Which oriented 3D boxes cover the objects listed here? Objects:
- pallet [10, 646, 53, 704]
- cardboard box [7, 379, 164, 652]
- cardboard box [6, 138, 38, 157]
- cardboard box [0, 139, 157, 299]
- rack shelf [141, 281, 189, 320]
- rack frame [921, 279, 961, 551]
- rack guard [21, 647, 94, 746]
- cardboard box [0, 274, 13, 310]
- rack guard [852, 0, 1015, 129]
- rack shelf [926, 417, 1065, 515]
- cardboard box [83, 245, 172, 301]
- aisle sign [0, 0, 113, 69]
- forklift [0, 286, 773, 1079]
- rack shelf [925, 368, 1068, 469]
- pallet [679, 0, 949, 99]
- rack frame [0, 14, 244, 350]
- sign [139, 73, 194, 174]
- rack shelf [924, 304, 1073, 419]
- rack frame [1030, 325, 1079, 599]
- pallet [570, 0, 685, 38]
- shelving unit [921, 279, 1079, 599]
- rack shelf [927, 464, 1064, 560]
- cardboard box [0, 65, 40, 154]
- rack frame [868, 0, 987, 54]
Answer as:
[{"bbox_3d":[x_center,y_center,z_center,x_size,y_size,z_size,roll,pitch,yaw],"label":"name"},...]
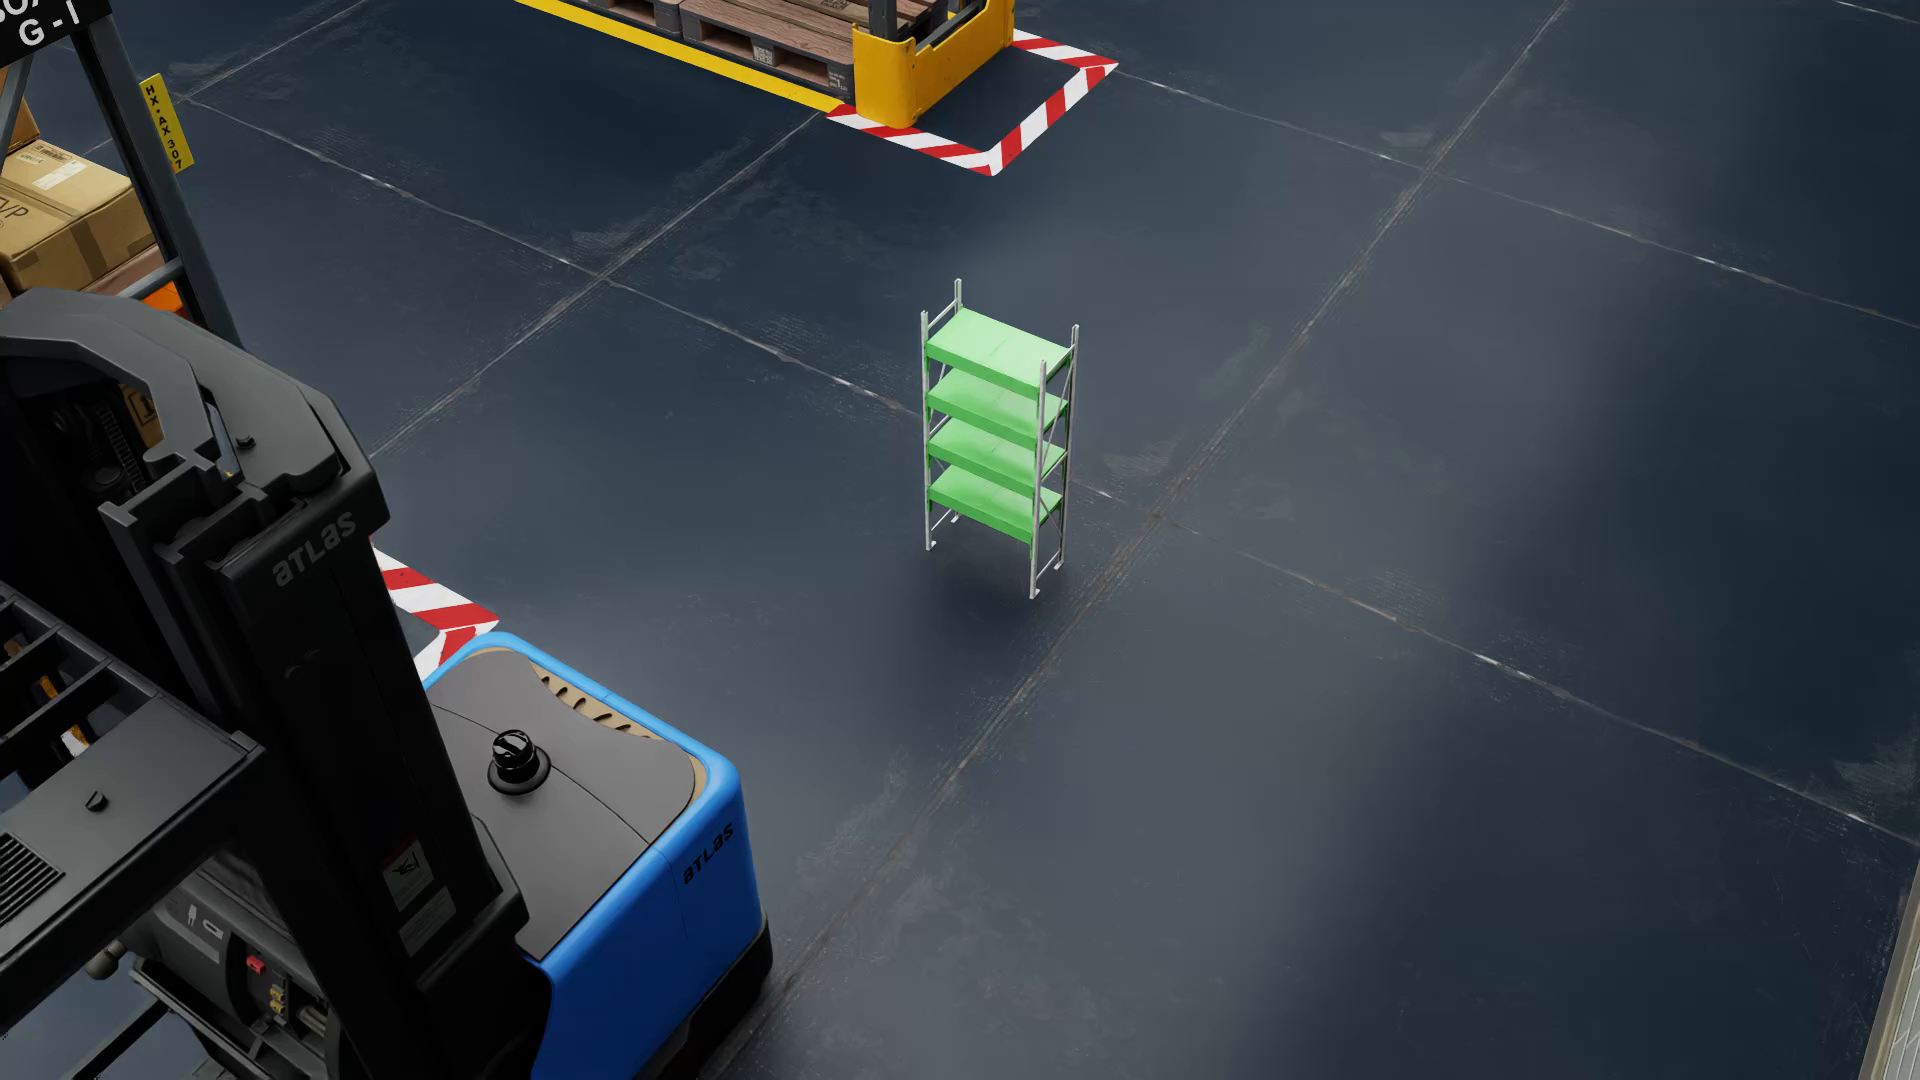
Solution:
[{"bbox_3d":[-3.544,0.057,6.547,1.213,0.211,1.003,25,51,22],"label":"pallet"},{"bbox_3d":[-3.411,-0.258,6.097,0.875,0.875,0.875,25,51,22],"label":"cardboard box"},{"bbox_3d":[-3.528,-1.250,5.770,0.500,0.250,0.500,24,51,22],"label":"cardboard box"},{"bbox_3d":[-3.087,-1.052,5.578,0.500,0.250,0.500,23,50,21],"label":"cardboard box"},{"bbox_3d":[-4.512,-1.176,6.303,4.000,0.370,1.077,25,51,22],"label":"rack shelf"},{"bbox_3d":[-0.066,-0.449,6.349,0.015,1.200,0.240,25,51,22],"label":"rack frame"},{"bbox_3d":[-2.809,0.228,6.180,0.348,0.500,1.175,25,51,22],"label":"rack guard"},{"bbox_3d":[-3.380,-0.731,5.266,0.500,0.250,0.500,24,50,22],"label":"cardboard box"},{"bbox_3d":[-0.128,-2.770,9.093,0.348,0.500,1.175,25,51,22],"label":"rack guard"},{"bbox_3d":[0.139,-0.310,6.303,0.480,0.148,0.258,25,51,22],"label":"rack shelf"},{"bbox_3d":[-2.950,-0.901,5.709,0.250,0.149,0.380,25,51,23],"label":"cardboard box"},{"bbox_3d":[-2.606,-1.711,4.509,0.004,0.787,0.394,25,51,22],"label":"aisle sign"},{"bbox_3d":[-1.839,1.048,3.688,1.130,2.935,3.031,26,51,23],"label":"forklift"},{"bbox_3d":[0.139,-0.477,6.131,0.480,0.148,0.258,25,51,22],"label":"rack shelf"},{"bbox_3d":[-0.828,-3.013,9.531,1.213,0.211,1.003,25,51,22],"label":"pallet"},{"bbox_3d":[-2.829,-0.652,5.292,0.127,3.000,1.000,25,51,22],"label":"rack frame"},{"bbox_3d":[-2.524,-1.314,5.277,0.005,0.325,0.100,25,51,22],"label":"sign"},{"bbox_3d":[0.139,-0.644,5.959,0.480,0.148,0.258,25,51,22],"label":"rack shelf"},{"bbox_3d":[0.345,-0.260,6.166,0.015,1.200,0.240,25,51,22],"label":"rack frame"},{"bbox_3d":[-1.851,-3.486,9.990,1.213,0.211,1.003,25,51,22],"label":"pallet"},{"bbox_3d":[0.139,-0.354,6.257,0.503,1.200,0.258,25,51,22],"label":"shelving unit"},{"bbox_3d":[0.139,-0.142,6.475,0.480,0.148,0.258,25,51,22],"label":"rack shelf"},{"bbox_3d":[-3.508,-1.507,5.497,0.500,0.500,0.500,24,50,21],"label":"cardboard box"},{"bbox_3d":[-0.155,-3.642,8.198,0.127,3.000,1.000,25,51,22],"label":"rack frame"}]
